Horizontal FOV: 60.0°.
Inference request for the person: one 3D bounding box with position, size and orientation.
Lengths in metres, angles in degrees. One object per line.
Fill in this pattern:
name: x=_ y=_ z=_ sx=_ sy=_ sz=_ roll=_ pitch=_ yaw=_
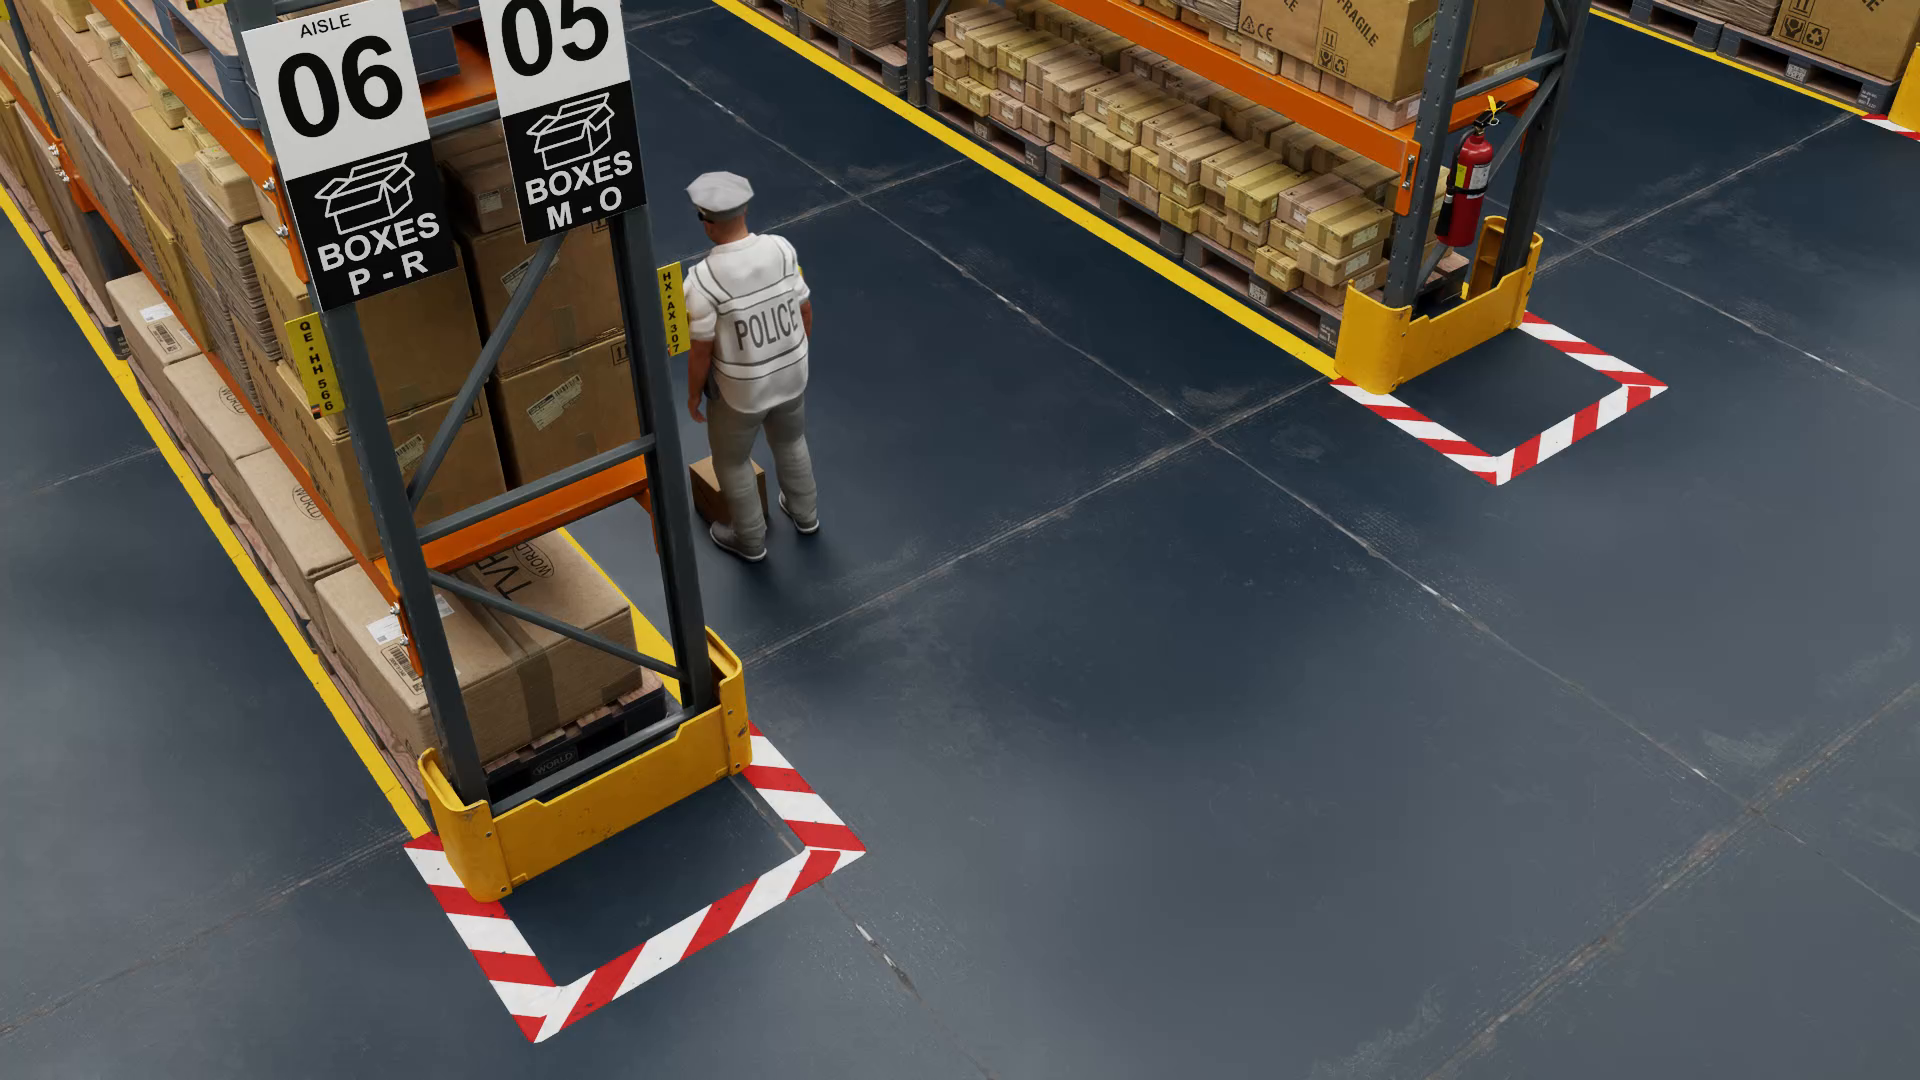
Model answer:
person: x=-0.866 y=-0.679 z=6.958 sx=0.585 sy=1.749 sz=0.439 roll=-26 pitch=47 yaw=-28
